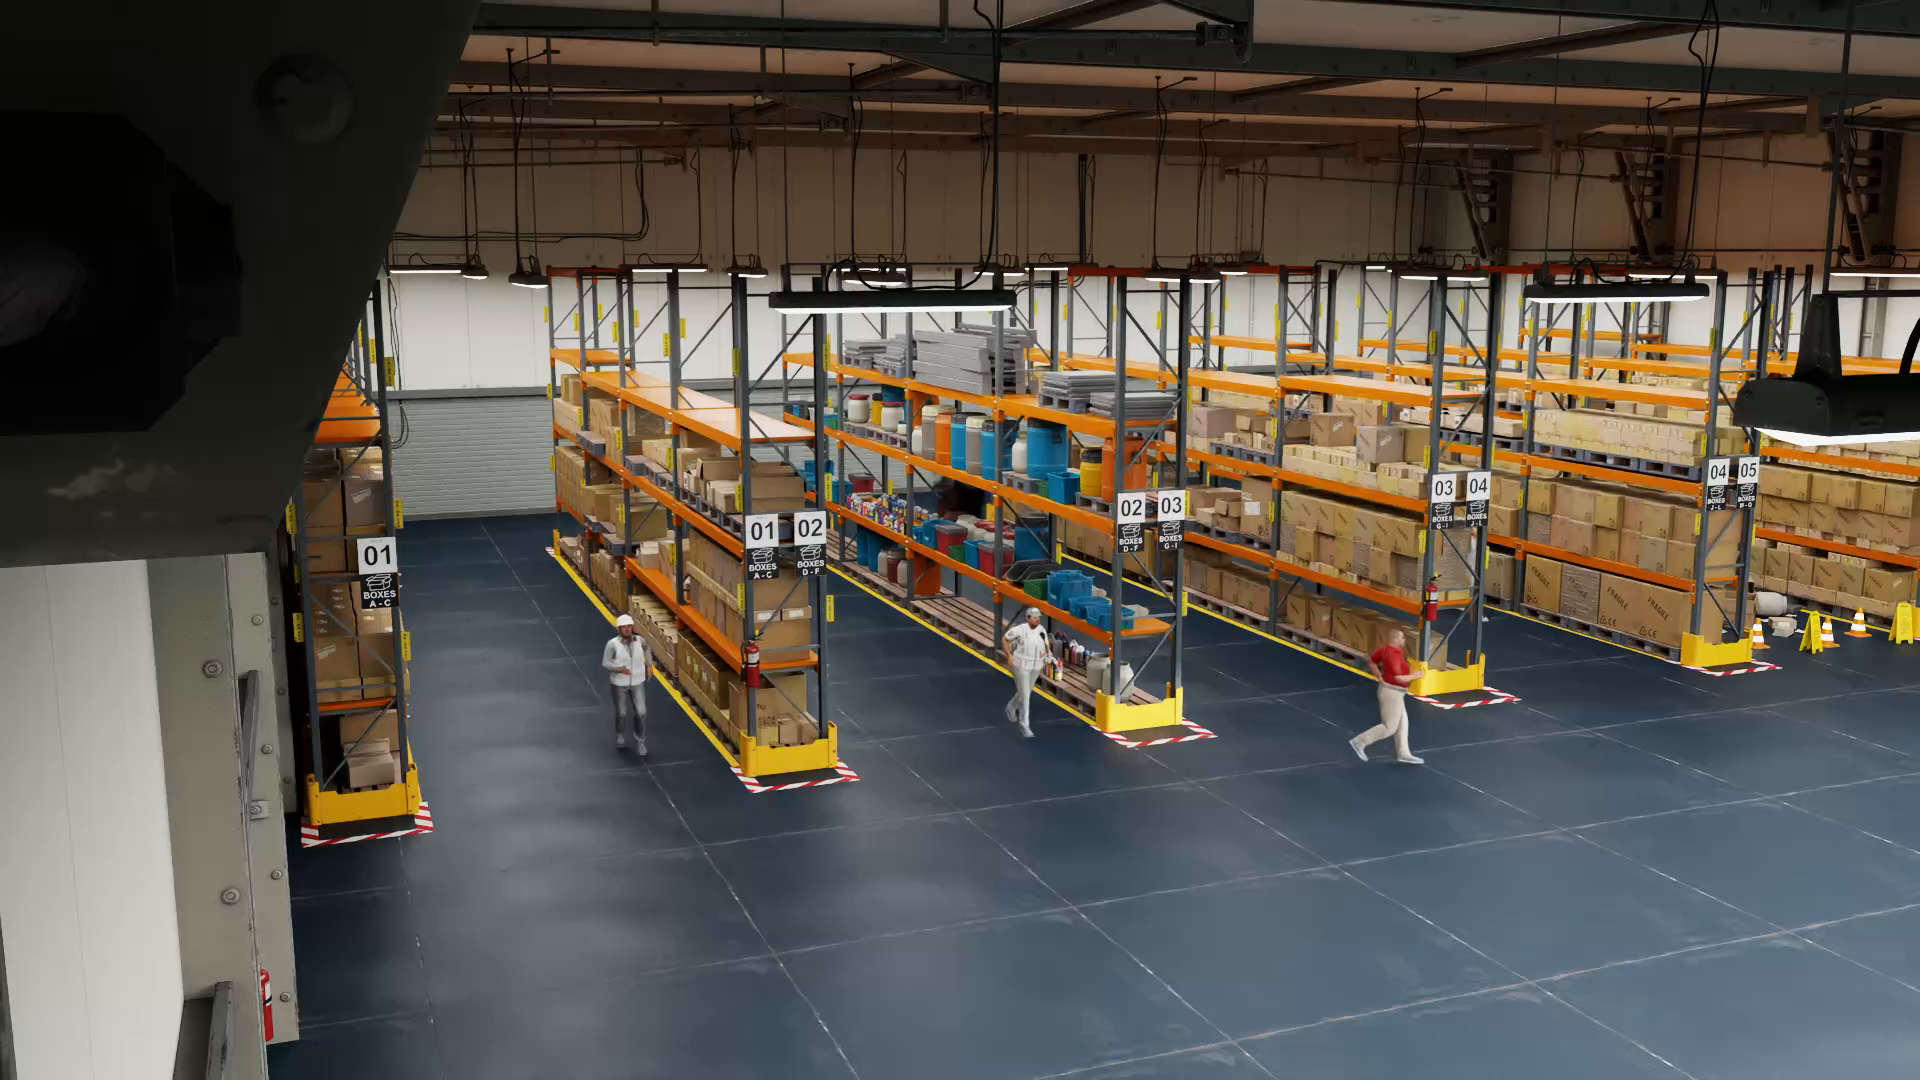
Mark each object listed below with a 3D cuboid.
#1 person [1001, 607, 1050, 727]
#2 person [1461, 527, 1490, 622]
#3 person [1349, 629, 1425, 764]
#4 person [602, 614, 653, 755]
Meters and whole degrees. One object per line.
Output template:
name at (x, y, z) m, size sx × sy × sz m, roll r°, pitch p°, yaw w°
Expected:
person at (0.881, 1.641, 22.156) m, size 0.620 × 1.545 × 0.727 m, roll -6°, pitch 11°, yaw -30°
person at (8.885, 0.509, 28.760) m, size 0.563 × 1.659 × 0.964 m, roll -4°, pitch 11°, yaw -22°
person at (5.287, 1.935, 20.514) m, size 0.944 × 1.705 × 0.664 m, roll 0°, pitch 10°, yaw 3°
person at (-4.197, 1.846, 21.080) m, size 0.675 × 1.850 × 0.748 m, roll -4°, pitch 11°, yaw -24°
